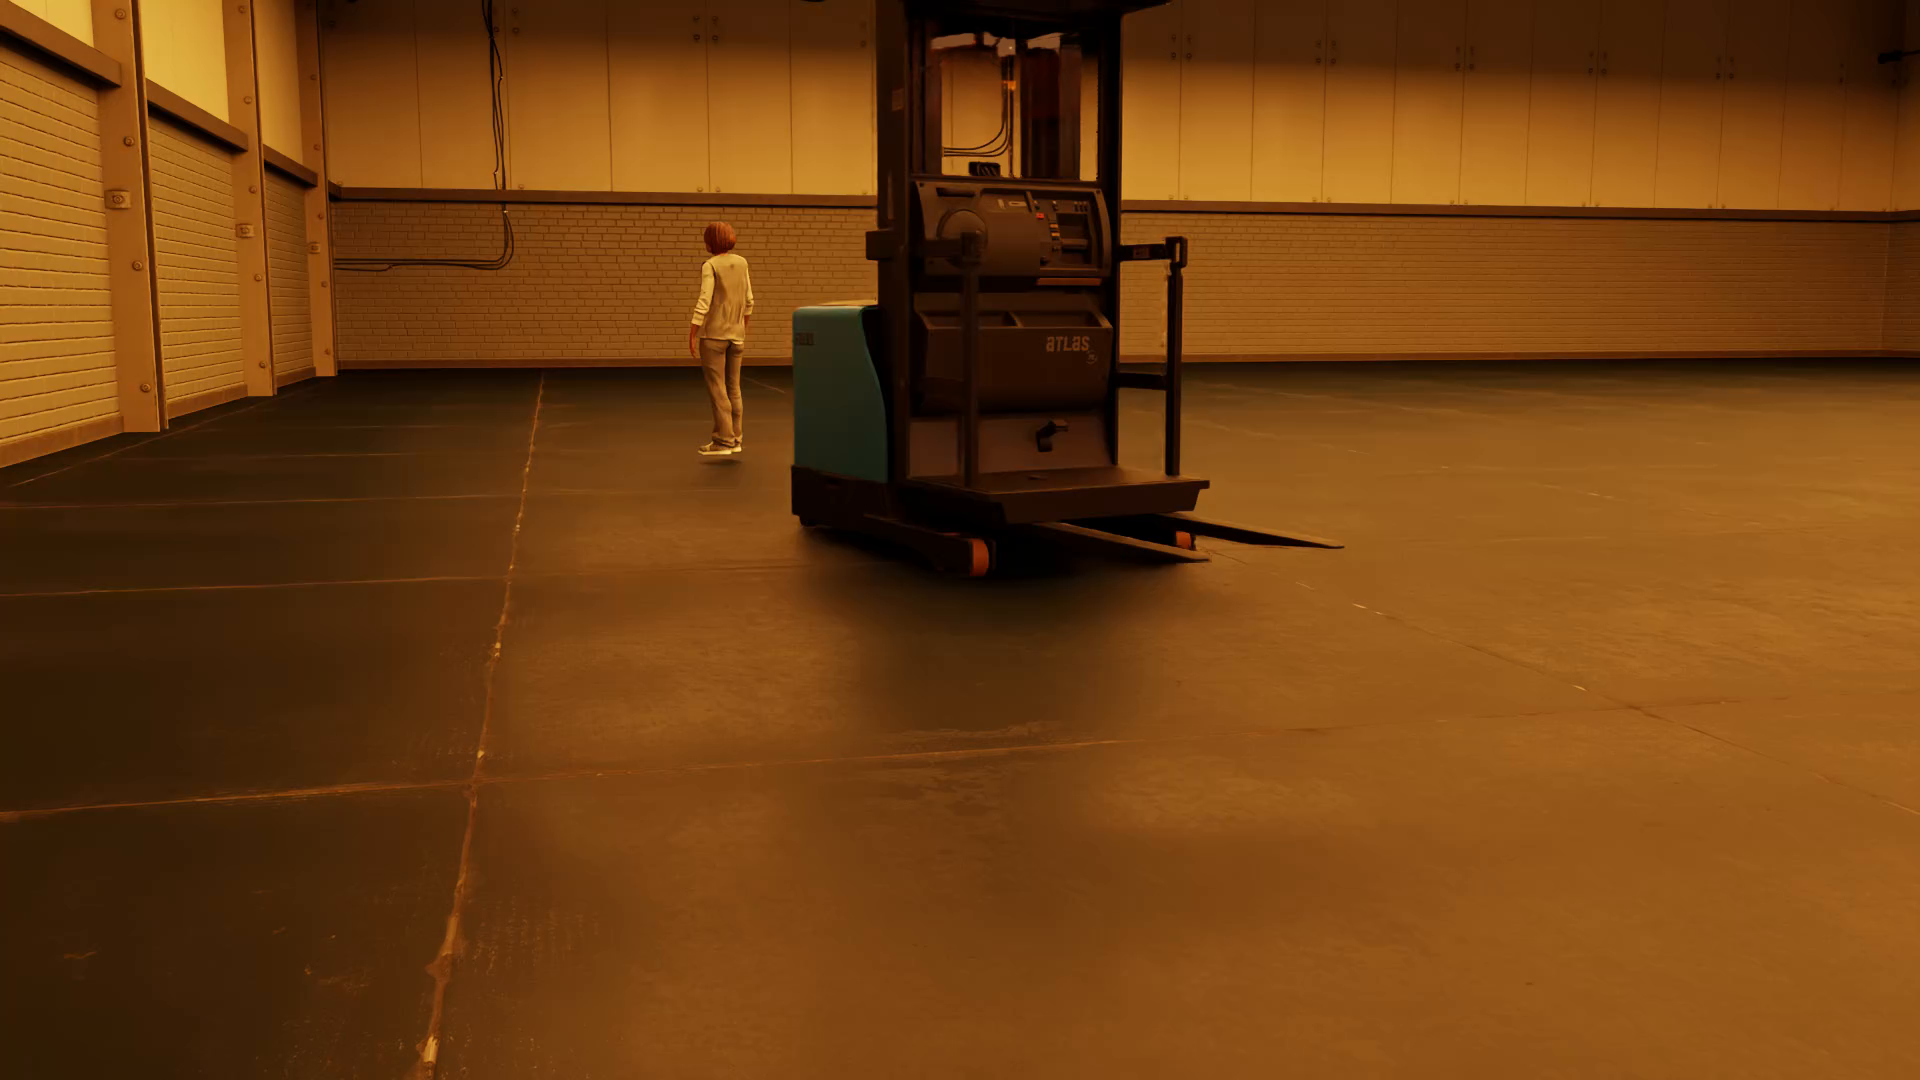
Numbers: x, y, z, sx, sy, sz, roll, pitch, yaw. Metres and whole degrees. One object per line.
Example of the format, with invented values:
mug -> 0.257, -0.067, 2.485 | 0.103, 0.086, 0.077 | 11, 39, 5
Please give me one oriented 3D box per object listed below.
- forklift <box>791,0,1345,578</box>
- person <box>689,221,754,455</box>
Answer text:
forklift -> 0.342, -1.369, 6.918 | 1.130, 2.935, 3.031 | -5, 9, -29
person -> -1.686, -1.378, 11.451 | 0.475, 1.597, 0.520 | 7, 10, 40
